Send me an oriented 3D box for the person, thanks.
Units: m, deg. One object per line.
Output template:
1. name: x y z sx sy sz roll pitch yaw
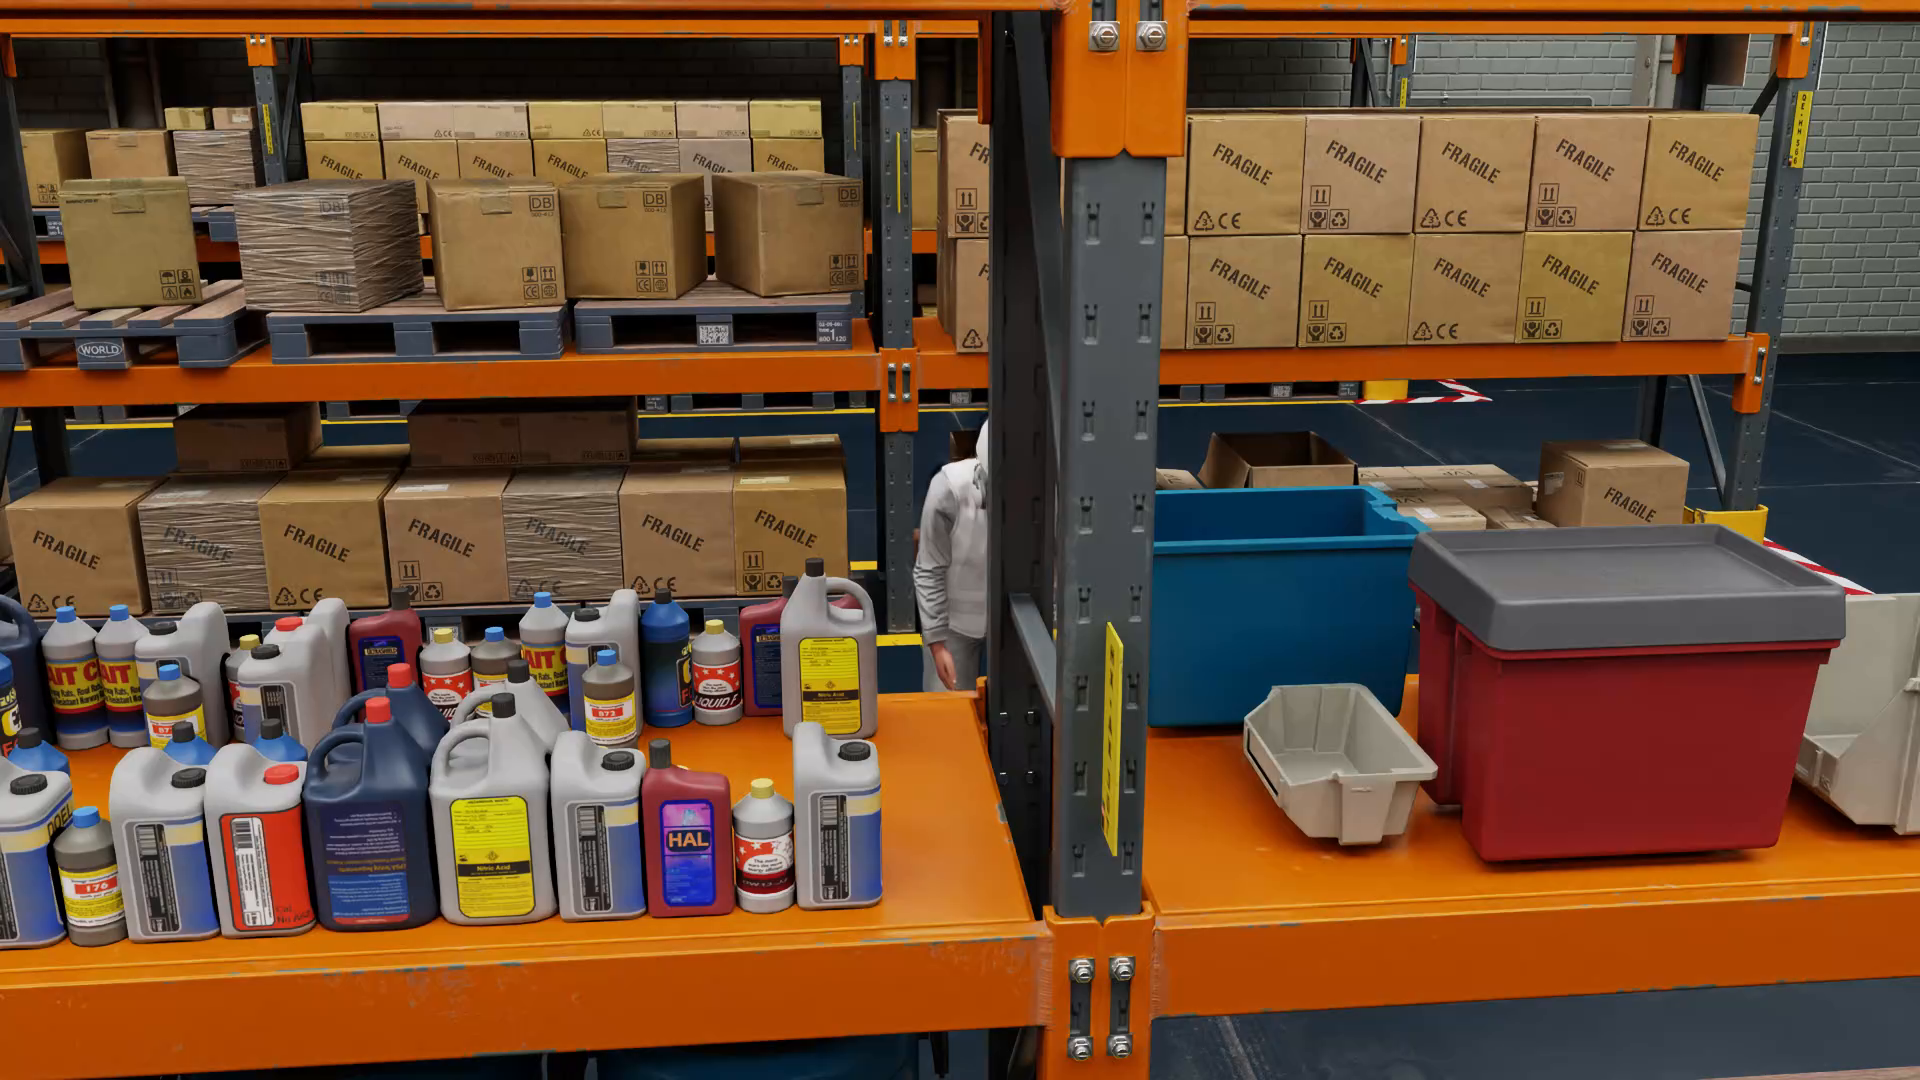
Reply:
1. person: 0.110 0.315 5.487 0.484 1.345 0.524 -2 17 -5
